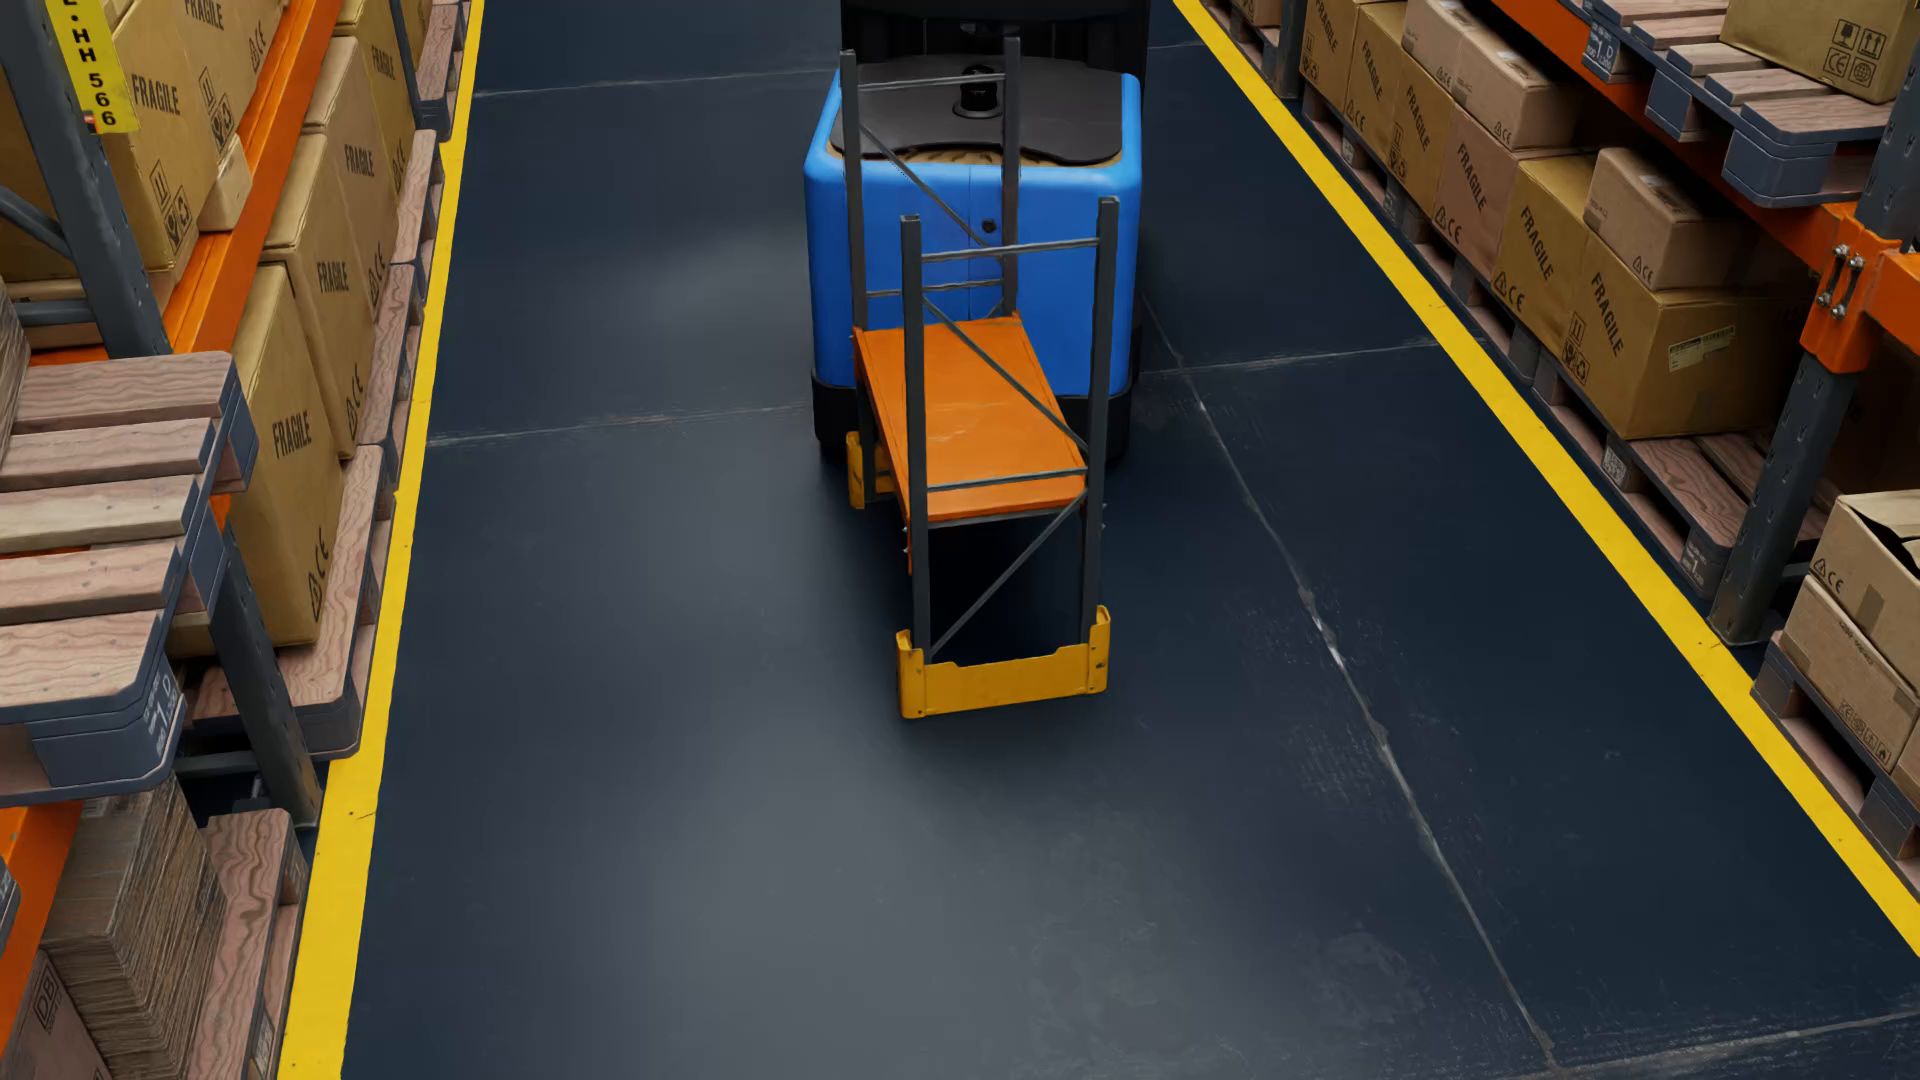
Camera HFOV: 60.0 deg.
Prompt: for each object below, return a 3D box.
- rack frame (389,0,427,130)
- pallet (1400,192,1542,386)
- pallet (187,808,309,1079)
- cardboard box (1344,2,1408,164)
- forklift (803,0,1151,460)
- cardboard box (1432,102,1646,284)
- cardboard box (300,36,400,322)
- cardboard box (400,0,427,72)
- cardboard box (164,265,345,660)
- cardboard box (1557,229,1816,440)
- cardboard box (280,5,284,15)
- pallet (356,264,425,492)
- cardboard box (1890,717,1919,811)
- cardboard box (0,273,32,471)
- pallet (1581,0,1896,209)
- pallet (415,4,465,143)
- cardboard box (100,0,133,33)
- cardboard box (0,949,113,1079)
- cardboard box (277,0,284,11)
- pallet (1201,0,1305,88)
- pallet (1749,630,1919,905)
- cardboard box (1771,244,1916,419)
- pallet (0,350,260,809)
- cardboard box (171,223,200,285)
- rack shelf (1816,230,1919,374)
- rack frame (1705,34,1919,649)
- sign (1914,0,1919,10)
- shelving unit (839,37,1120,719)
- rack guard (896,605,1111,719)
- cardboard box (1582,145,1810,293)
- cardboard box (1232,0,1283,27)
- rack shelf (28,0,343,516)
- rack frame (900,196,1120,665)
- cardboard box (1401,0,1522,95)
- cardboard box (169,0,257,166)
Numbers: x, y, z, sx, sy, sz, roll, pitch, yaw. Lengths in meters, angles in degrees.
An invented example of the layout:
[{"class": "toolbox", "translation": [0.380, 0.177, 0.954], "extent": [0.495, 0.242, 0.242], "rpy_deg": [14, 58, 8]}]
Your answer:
[{"class": "rack frame", "translation": [-2.862, -2.839, 6.459], "extent": [1.000, 3.000, 0.127], "rpy_deg": [-6, 38, -8]}, {"class": "pallet", "translation": [2.411, -1.047, 6.426], "extent": [1.003, 0.211, 1.213], "rpy_deg": [-6, 38, -8]}, {"class": "pallet", "translation": [-2.026, 1.150, 3.597], "extent": [1.003, 0.211, 1.213], "rpy_deg": [-6, 38, -8]}, {"class": "cardboard box", "translation": [1.963, -1.921, 6.957], "extent": [0.500, 0.500, 0.500], "rpy_deg": [-6, 38, -7]}, {"class": "forklift", "translation": [0.142, -2.309, 5.833], "extent": [1.130, 2.935, 3.031], "rpy_deg": [3, 38, 3]}, {"class": "cardboard box", "translation": [2.132, -1.313, 6.174], "extent": [0.500, 0.500, 0.500], "rpy_deg": [-8, 38, -10]}, {"class": "cardboard box", "translation": [-2.462, -1.241, 5.812], "extent": [0.750, 0.750, 0.750], "rpy_deg": [-5, 38, -7]}, {"class": "cardboard box", "translation": [-2.893, -2.480, 7.693], "extent": [0.700, 0.500, 0.500], "rpy_deg": [-6, 38, -7]}, {"class": "cardboard box", "translation": [-2.161, -0.198, 4.470], "extent": [0.750, 0.750, 0.750], "rpy_deg": [-7, 38, -9]}, {"class": "cardboard box", "translation": [2.320, -0.684, 5.365], "extent": [0.500, 0.500, 0.500], "rpy_deg": [-5, 38, -6]}, {"class": "cardboard box", "translation": [-2.310, -1.640, 5.105], "extent": [0.380, 0.149, 0.250], "rpy_deg": [-5, 38, -7]}, {"class": "pallet", "translation": [-2.436, -0.541, 5.775], "extent": [1.003, 0.211, 1.213], "rpy_deg": [-6, 38, -8]}, {"class": "cardboard box", "translation": [2.607, 0.613, 3.914], "extent": [0.500, 0.250, 0.500], "rpy_deg": [-7, 38, -9]}, {"class": "cardboard box", "translation": [-2.069, -0.353, 2.820], "extent": [0.700, 0.500, 0.500], "rpy_deg": [-11, 39, -13]}, {"class": "pallet", "translation": [2.527, -1.284, 4.614], "extent": [1.213, 0.211, 1.003], "rpy_deg": [-6, 38, -8]}, {"class": "pallet", "translation": [-2.919, -2.205, 7.917], "extent": [1.003, 0.211, 1.213], "rpy_deg": [-6, 38, -8]}, {"class": "cardboard box", "translation": [-1.992, -1.203, 3.402], "extent": [0.500, 0.250, 0.500], "rpy_deg": [-5, 38, -7]}, {"class": "cardboard box", "translation": [-2.008, 1.143, 3.012], "extent": [0.700, 0.500, 0.500], "rpy_deg": [-6, 38, -8]}, {"class": "cardboard box", "translation": [-2.262, -1.840, 4.833], "extent": [0.500, 0.500, 0.500], "rpy_deg": [-5, 38, -7]}, {"class": "pallet", "translation": [1.894, -2.688, 8.538], "extent": [1.003, 0.211, 1.213], "rpy_deg": [-6, 38, -8]}, {"class": "pallet", "translation": [2.821, 0.645, 4.248], "extent": [1.003, 0.211, 1.213], "rpy_deg": [-6, 38, -8]}, {"class": "cardboard box", "translation": [2.819, -0.766, 5.470], "extent": [0.500, 0.500, 0.500], "rpy_deg": [-8, 38, -10]}, {"class": "pallet", "translation": [-1.931, 0.072, 2.869], "extent": [1.213, 0.211, 1.003], "rpy_deg": [-6, 38, -8]}, {"class": "cardboard box", "translation": [-2.026, -0.709, 3.905], "extent": [0.380, 0.149, 0.250], "rpy_deg": [-6, 38, -7]}, {"class": "rack shelf", "translation": [3.066, 0.534, 2.704], "extent": [1.077, 0.370, 4.000], "rpy_deg": [-6, 38, -8]}, {"class": "rack frame", "translation": [2.715, -0.958, 4.038], "extent": [1.000, 3.000, 0.127], "rpy_deg": [-6, 38, -8]}, {"class": "sign", "translation": [2.183, -1.320, 3.625], "extent": [0.100, 0.325, 0.005], "rpy_deg": [-6, 38, -8]}, {"class": "shelving unit", "translation": [0.020, -0.457, 4.603], "extent": [0.587, 1.500, 1.083], "rpy_deg": [-7, 38, -9]}, {"class": "rack guard", "translation": [0.120, 0.336, 4.592], "extent": [0.587, 0.250, 0.087], "rpy_deg": [-7, 38, -9]}, {"class": "cardboard box", "translation": [2.306, -1.014, 5.178], "extent": [0.500, 0.250, 0.500], "rpy_deg": [-5, 38, -6]}, {"class": "cardboard box", "translation": [1.635, -2.874, 8.184], "extent": [0.500, 0.500, 0.500], "rpy_deg": [-6, 38, -8]}, {"class": "rack shelf", "translation": [-2.512, -1.347, 5.125], "extent": [1.077, 0.370, 4.000], "rpy_deg": [-6, 38, -8]}, {"class": "rack frame", "translation": [0.119, -0.150, 4.198], "extent": [0.500, 1.500, 0.032], "rpy_deg": [-7, 38, -9]}, {"class": "cardboard box", "translation": [2.034, -1.934, 6.363], "extent": [0.500, 0.250, 0.500], "rpy_deg": [-6, 38, -8]}, {"class": "cardboard box", "translation": [-2.077, -1.226, 4.043], "extent": [0.500, 0.500, 0.500], "rpy_deg": [-5, 38, -6]}]
